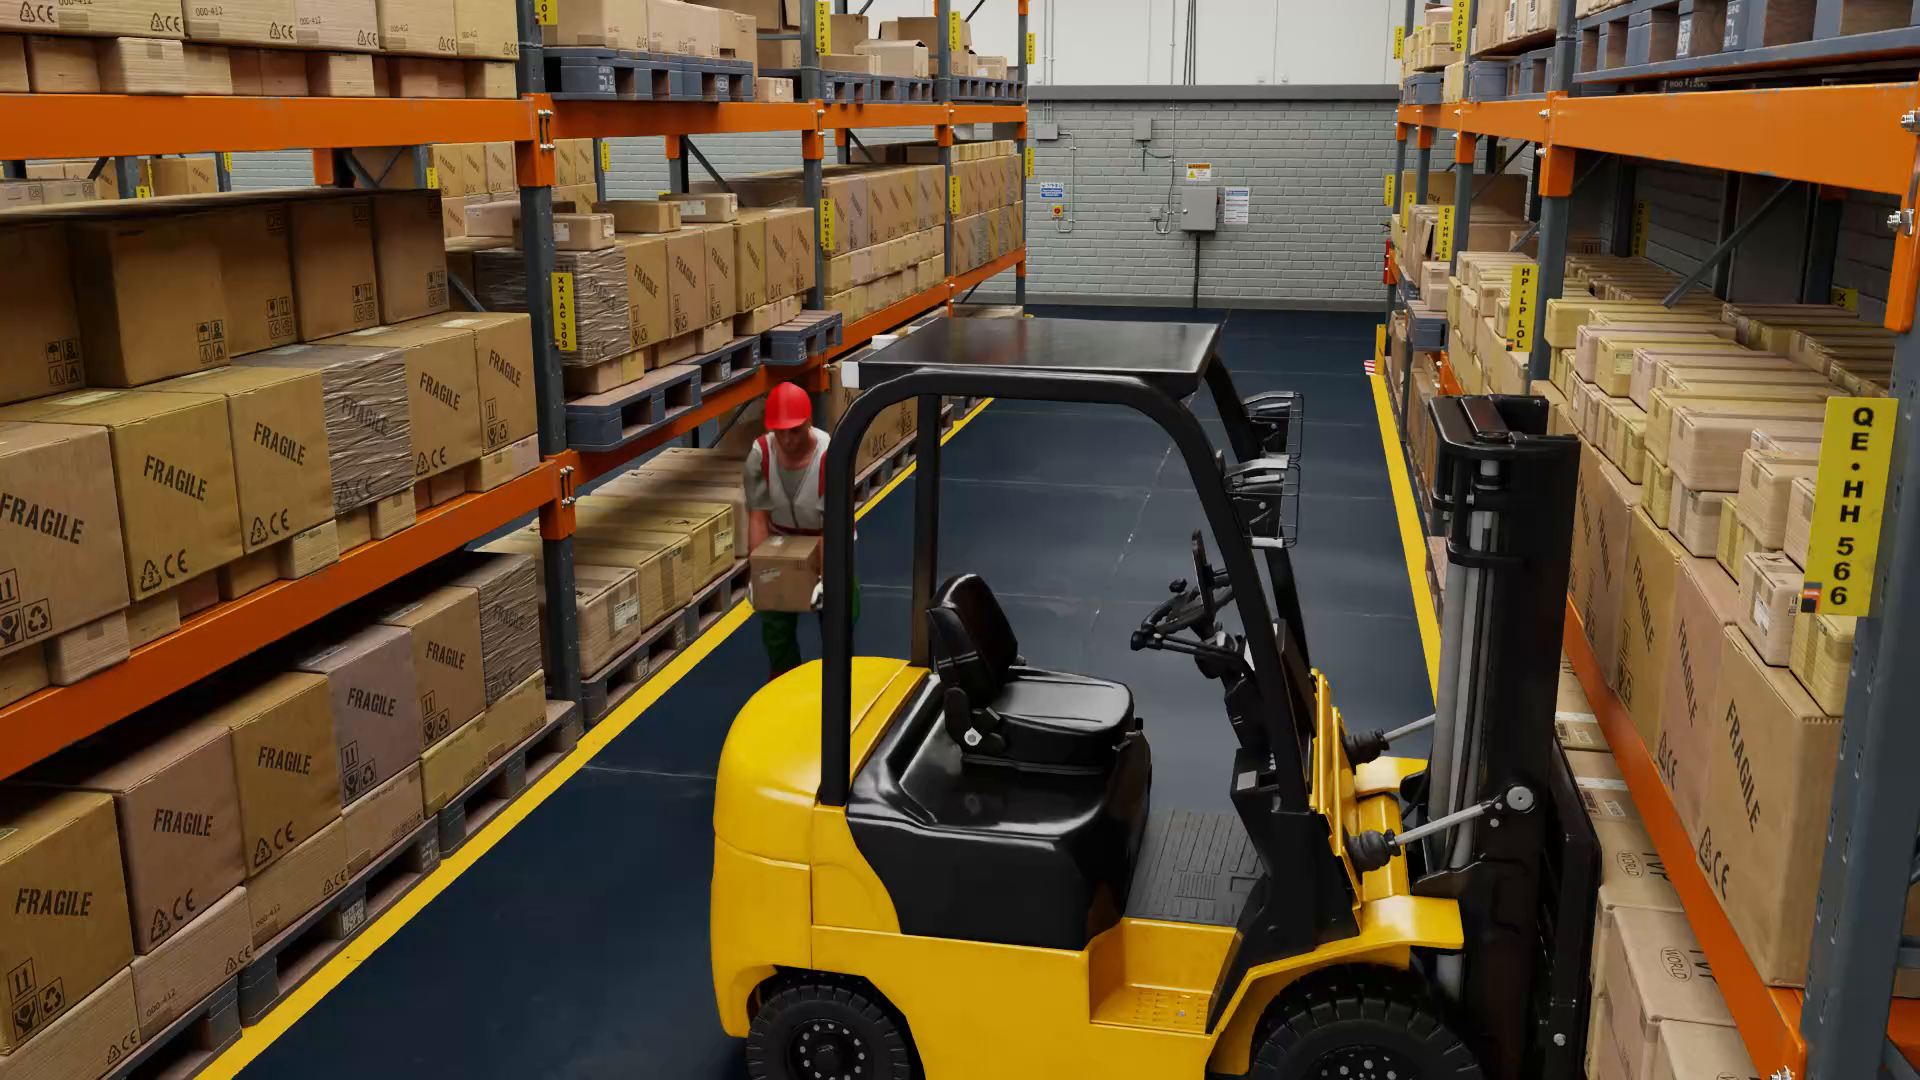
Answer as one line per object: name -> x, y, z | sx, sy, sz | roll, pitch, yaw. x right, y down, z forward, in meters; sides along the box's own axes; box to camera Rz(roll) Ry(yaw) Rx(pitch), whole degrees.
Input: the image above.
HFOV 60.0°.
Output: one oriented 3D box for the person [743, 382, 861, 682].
person -> -0.685, 0.114, 7.252 | 0.483, 1.671, 0.687 | 3, 15, 10
